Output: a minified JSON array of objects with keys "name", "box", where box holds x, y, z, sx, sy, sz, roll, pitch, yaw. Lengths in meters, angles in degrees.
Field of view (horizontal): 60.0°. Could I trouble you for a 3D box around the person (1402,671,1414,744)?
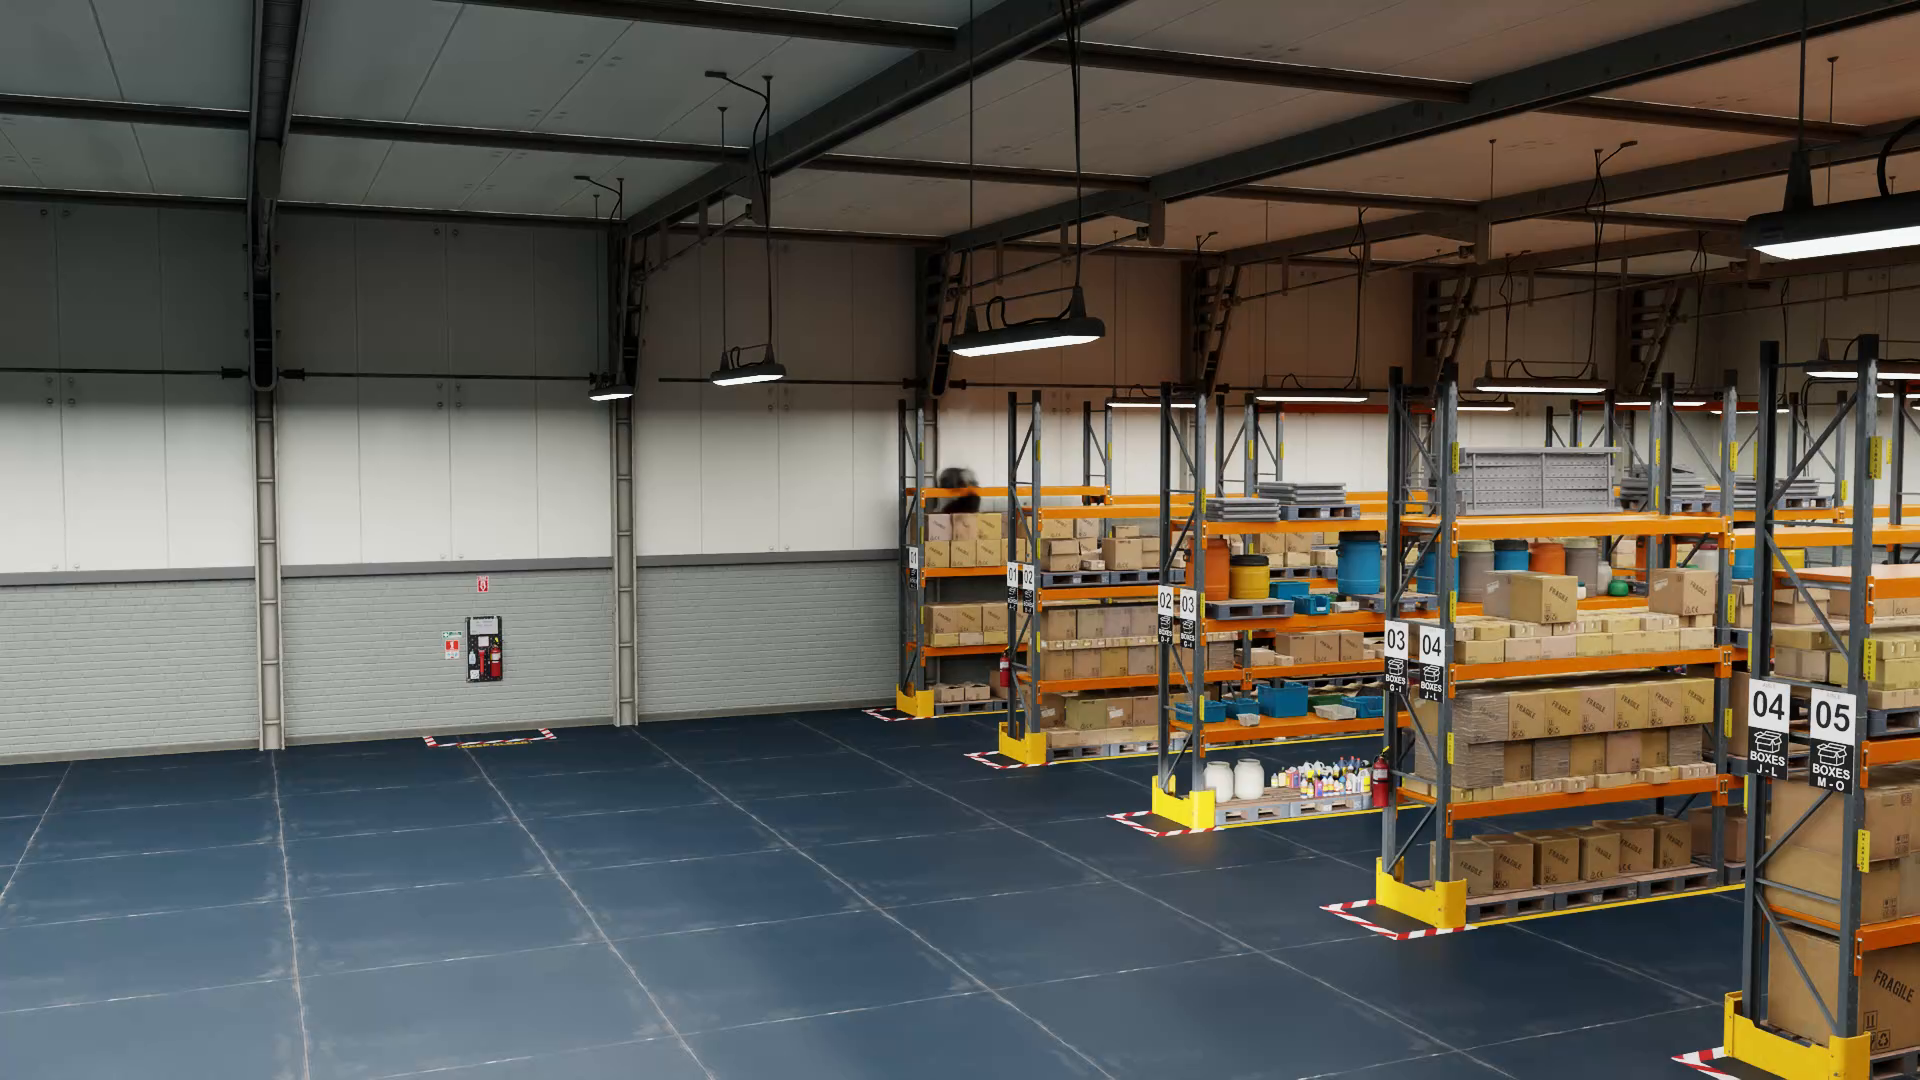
[{"name":"person","box":[7.313,2.720,27.476,0.819,1.665,0.579,-3,4,-39]}]
